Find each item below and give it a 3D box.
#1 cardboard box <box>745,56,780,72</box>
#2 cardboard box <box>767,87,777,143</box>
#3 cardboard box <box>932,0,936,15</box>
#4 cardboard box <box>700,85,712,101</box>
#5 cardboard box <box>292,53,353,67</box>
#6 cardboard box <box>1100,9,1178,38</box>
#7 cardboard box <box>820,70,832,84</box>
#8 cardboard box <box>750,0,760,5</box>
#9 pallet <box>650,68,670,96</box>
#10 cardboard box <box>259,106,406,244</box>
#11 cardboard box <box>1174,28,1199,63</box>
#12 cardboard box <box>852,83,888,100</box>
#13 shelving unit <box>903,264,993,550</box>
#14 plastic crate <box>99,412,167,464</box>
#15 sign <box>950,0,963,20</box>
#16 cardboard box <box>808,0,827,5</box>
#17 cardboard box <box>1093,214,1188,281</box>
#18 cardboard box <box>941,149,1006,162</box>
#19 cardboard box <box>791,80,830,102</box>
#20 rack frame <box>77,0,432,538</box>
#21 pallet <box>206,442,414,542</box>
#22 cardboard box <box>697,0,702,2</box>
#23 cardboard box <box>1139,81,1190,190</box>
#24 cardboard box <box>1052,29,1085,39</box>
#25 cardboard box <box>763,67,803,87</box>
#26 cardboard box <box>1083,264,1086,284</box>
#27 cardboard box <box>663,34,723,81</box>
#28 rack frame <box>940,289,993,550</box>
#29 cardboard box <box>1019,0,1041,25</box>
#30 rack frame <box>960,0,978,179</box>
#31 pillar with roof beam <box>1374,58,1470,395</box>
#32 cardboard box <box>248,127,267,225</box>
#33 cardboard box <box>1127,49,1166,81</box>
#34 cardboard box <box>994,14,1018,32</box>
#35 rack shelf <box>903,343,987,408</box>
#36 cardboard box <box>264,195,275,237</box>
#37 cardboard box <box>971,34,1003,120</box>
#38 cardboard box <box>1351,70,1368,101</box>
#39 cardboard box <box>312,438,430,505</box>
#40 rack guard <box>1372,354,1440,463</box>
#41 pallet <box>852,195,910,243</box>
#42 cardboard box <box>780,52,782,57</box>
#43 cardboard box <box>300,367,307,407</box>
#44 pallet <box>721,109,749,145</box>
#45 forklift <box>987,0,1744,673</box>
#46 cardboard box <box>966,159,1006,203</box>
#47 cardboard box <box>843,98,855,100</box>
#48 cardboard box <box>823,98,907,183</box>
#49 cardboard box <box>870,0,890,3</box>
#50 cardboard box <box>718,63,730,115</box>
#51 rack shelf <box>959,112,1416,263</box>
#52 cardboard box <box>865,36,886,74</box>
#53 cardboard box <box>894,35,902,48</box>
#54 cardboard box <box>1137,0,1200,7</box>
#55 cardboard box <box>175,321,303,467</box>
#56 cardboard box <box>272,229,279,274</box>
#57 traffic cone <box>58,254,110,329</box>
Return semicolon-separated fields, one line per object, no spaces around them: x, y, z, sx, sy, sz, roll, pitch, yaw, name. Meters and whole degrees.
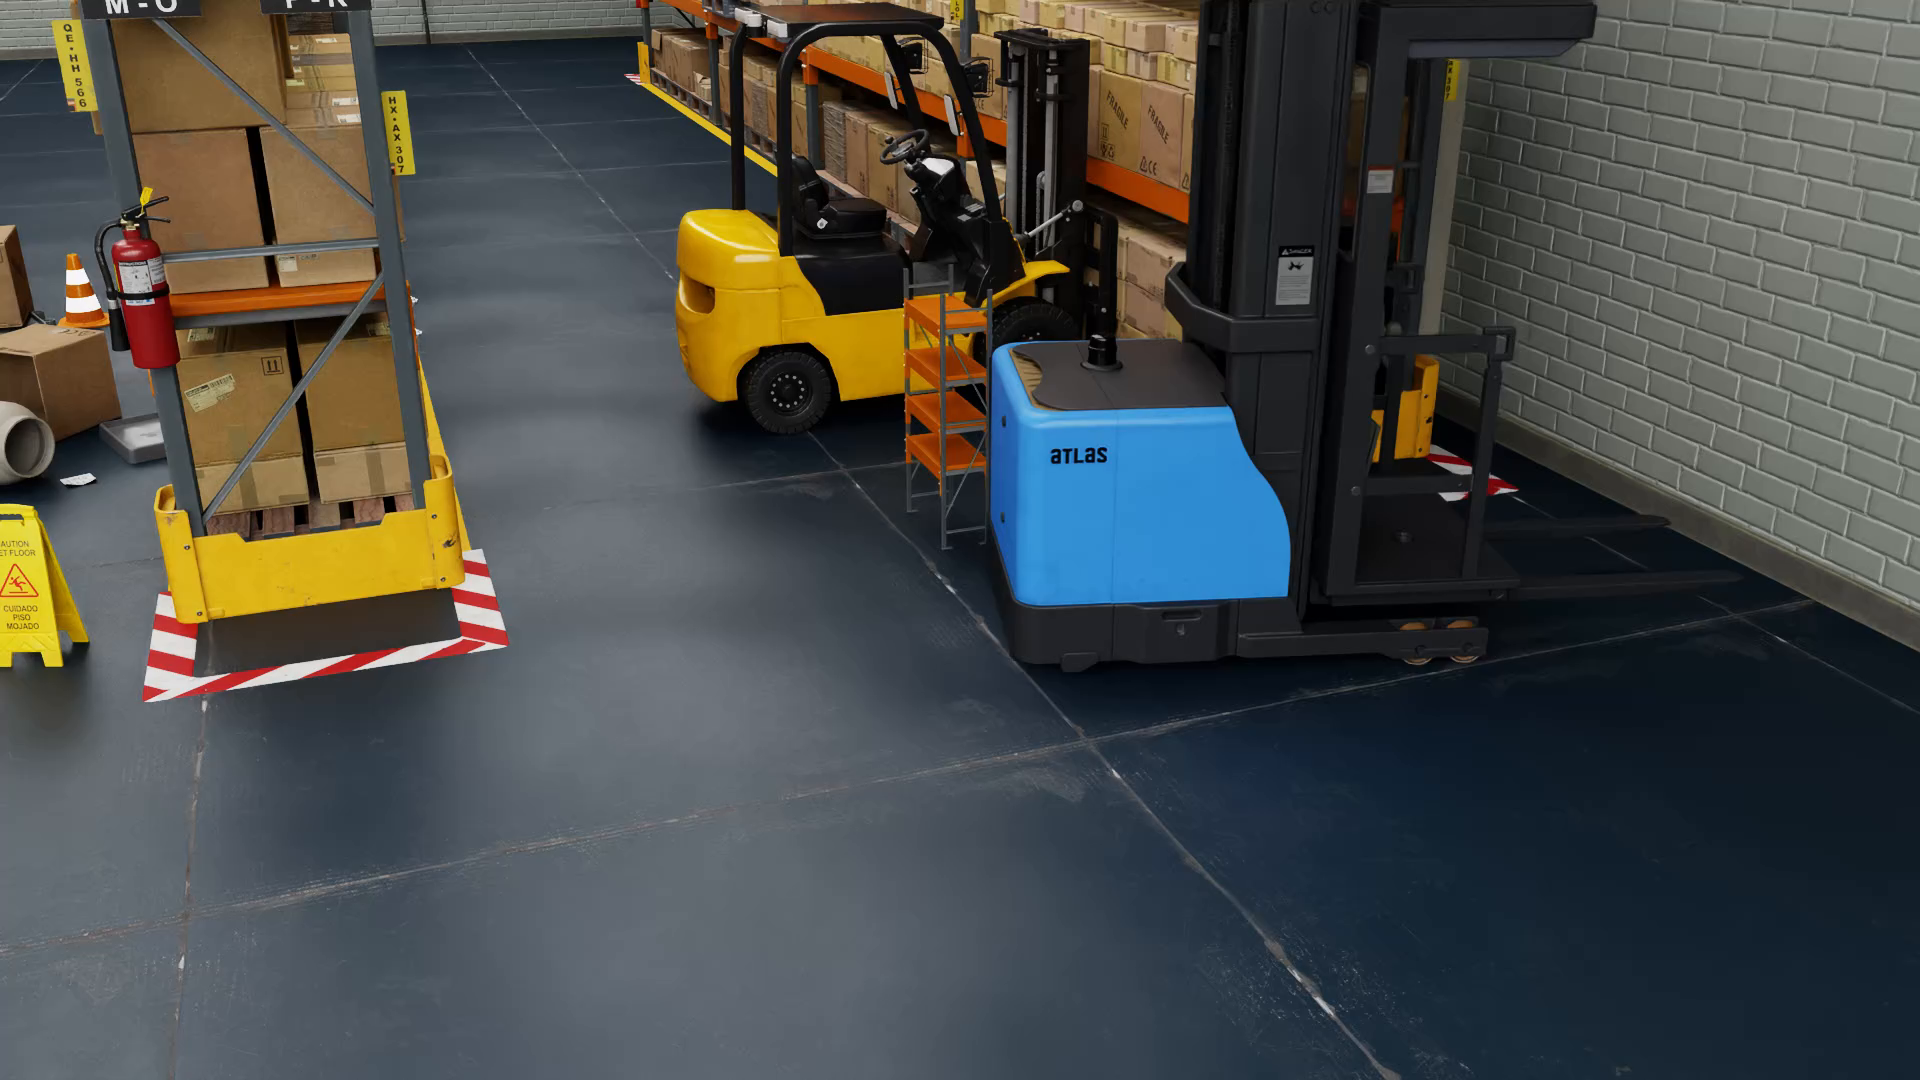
-2.081;-5.078;17.778;0.380;0.149;0.250;-9;24;-20;cardboard box
-1.631;-4.269;16.695;0.500;0.500;0.500;-7;24;-17;cardboard box
0.013;-3.903;12.184;0.380;0.149;0.250;-8;24;-19;cardboard box
-2.811;-5.226;19.416;0.380;0.149;0.250;-9;25;-21;cardboard box
-3.390;-2.276;8.777;0.500;0.500;0.500;-8;24;-18;cardboard box
1.029;-2.963;9.572;0.380;0.149;0.250;-8;24;-18;cardboard box
-1.197;-4.682;16.840;0.380;0.149;0.250;-9;24;-20;cardboard box
-1.676;-5.539;16.356;0.797;0.503;0.637;-9;24;-20;cardboard box
-3.443;-6.035;21.797;1.003;0.211;1.213;-8;24;-19;pallet
-2.650;-1.534;7.017;0.500;0.500;0.500;-9;24;-20;cardboard box
1.342;-2.583;8.671;0.380;0.149;0.250;-8;24;-18;cardboard box
-0.819;-4.303;15.940;0.380;0.149;0.250;-7;24;-16;cardboard box
-0.059;-0.613;7.660;0.258;1.200;0.503;-8;24;-19;shelving unit
-4.368;-0.566;8.990;0.402;0.080;0.583;-18;29;-37;plastic crate
-0.018;-3.696;11.268;0.100;0.325;0.005;-8;24;-19;sign
-1.022;-4.693;14.573;0.500;0.250;0.500;-8;24;-19;cardboard box
1.072;-1.702;9.638;0.500;0.250;0.500;-8;24;-18;cardboard box
0.292;-2.564;12.488;0.875;0.625;0.625;-7;24;-17;cardboard box
-1.463;-4.310;15.957;0.380;0.149;0.250;-10;25;-22;cardboard box
-2.743;-1.141;6.595;1.000;3.000;0.127;-8;24;-19;rack frame
-3.023;-0.184;7.914;1.003;0.211;1.213;-8;24;-19;pallet
-2.801;-6.241;19.018;0.380;0.149;0.250;-8;24;-18;cardboard box
1.306;-2.202;8.984;0.500;0.500;0.500;-8;24;-17;cardboard box
0.778;-3.001;10.044;0.380;0.149;0.250;-9;25;-21;cardboard box
-1.780;-4.701;16.884;0.380;0.149;0.250;-10;25;-22;cardboard box
0.893;-1.665;10.194;0.500;0.250;0.500;-8;24;-19;cardboard box
-3.360;-6.128;21.104;0.700;0.500;0.500;-7;24;-17;cardboard box
0.028;-0.524;7.449;0.240;1.200;0.015;-8;24;-19;rack frame
0.592;-3.321;10.420;0.380;0.149;0.250;-8;24;-18;cardboard box
0.487;-3.277;11.663;1.000;3.000;0.127;-8;24;-19;rack frame
-1.530;-4.374;6.541;9.100;9.000;0.400;-8;24;-19;pillar with roof beam
-3.365;-1.666;7.329;0.500;0.500;0.500;-8;24;-19;cardboard box
1.147;-2.630;9.163;0.380;0.149;0.250;-9;25;-21;cardboard box
0.446;-3.376;10.934;0.380;0.149;0.250;-8;24;-18;cardboard box
-0.059;-0.757;7.599;0.258;0.148;0.480;-8;24;-19;rack shelf
-3.417;-1.507;7.786;0.380;0.149;0.250;-8;24;-18;cardboard box
0.399;-3.126;11.176;0.500;0.500;0.500;-9;24;-20;cardboard box
2.023;-2.327;8.446;0.380;0.149;0.250;-9;24;-20;cardboard box
-2.769;-0.399;7.833;0.500;0.250;0.500;-9;24;-19;cardboard box
1.908;-0.663;8.679;1.175;0.500;0.348;-8;24;-19;rack guard
-0.245;-2.698;13.880;1.003;0.211;1.213;-8;24;-19;pallet
-1.748;-5.248;18.182;0.380;0.149;0.250;-8;24;-18;cardboard box
-3.811;-0.885;8.987;0.500;0.250;0.500;-9;24;-20;cardboard box
-2.017;-4.608;18.412;1.003;0.211;1.213;-8;24;-19;pallet
1.668;-1.059;6.488;3.031;2.935;1.130;-2;23;-5;forklift
0.364;-2.445;11.402;0.500;0.250;0.500;-9;24;-20;cardboard box
-0.813;-3.964;15.969;0.500;0.500;0.500;-7;24;-17;cardboard box
-0.719;-3.601;14.948;0.875;0.625;0.625;-8;24;-17;cardboard box
-0.487;-4.261;13.035;0.380;0.149;0.250;-9;24;-20;cardboard box
-2.379;-5.019;18.473;0.500;0.500;0.500;-7;24;-17;cardboard box
1.193;-2.219;10.078;1.077;0.370;4.000;-8;24;-19;rack shelf
-0.455;-3.908;13.353;0.500;0.250;0.500;-8;24;-17;cardboard box
-0.290;-3.954;12.818;0.500;0.250;0.500;-8;24;-18;cardboard box
1.304;-3.215;10.168;0.380;0.149;0.250;-9;24;-20;cardboard box
-3.270;-0.668;7.508;0.500;0.500;0.500;-8;24;-19;cardboard box
-2.772;-1.267;7.217;0.380;0.149;0.250;-8;24;-18;cardboard box
-5.903;-1.684;11.150;0.336;0.463;0.334;-8;24;-19;traffic cone
